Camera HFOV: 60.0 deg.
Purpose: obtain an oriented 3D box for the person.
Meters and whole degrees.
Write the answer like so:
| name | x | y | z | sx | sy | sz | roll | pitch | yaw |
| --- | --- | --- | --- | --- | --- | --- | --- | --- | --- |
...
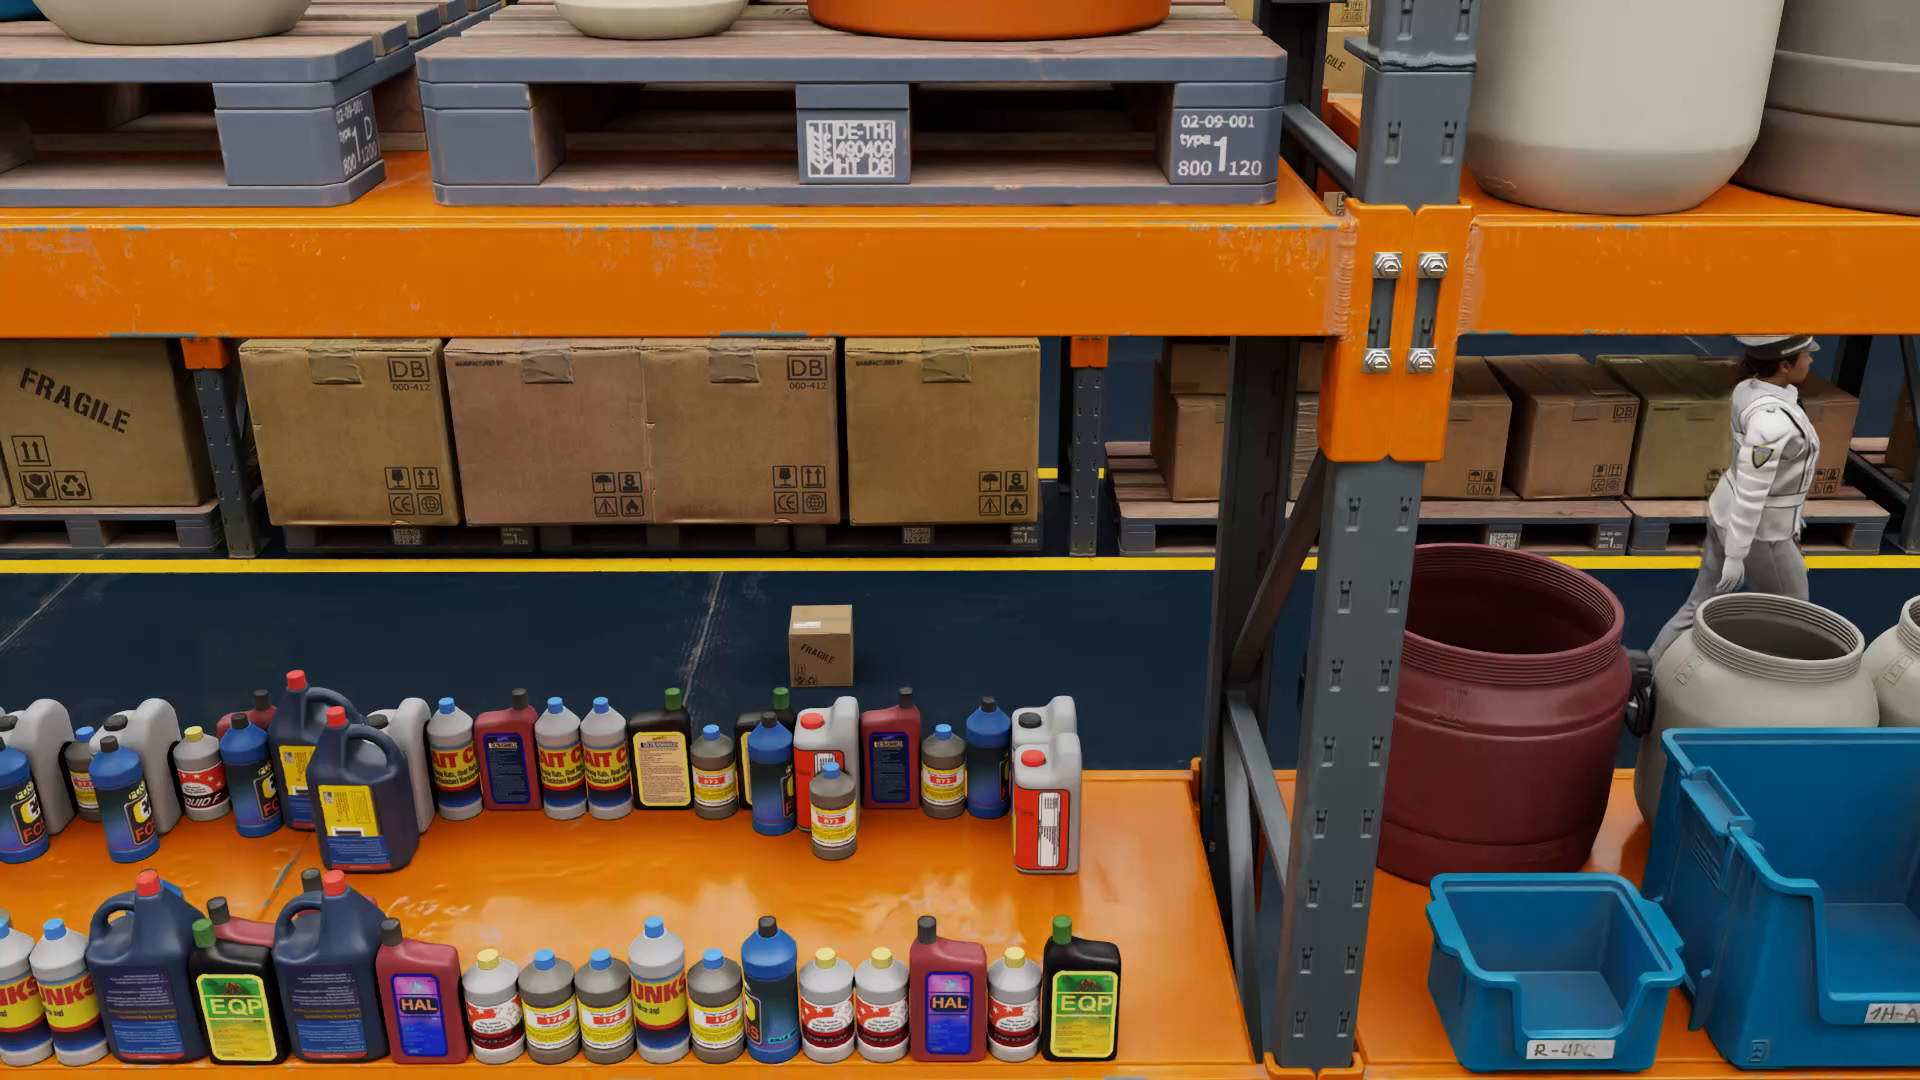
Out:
| name | x | y | z | sx | sy | sz | roll | pitch | yaw |
| --- | --- | --- | --- | --- | --- | --- | --- | --- | --- |
| person | 3.011 | -0.028 | 6.121 | 0.790 | 1.689 | 0.510 | 5 | 25 | 11 |
